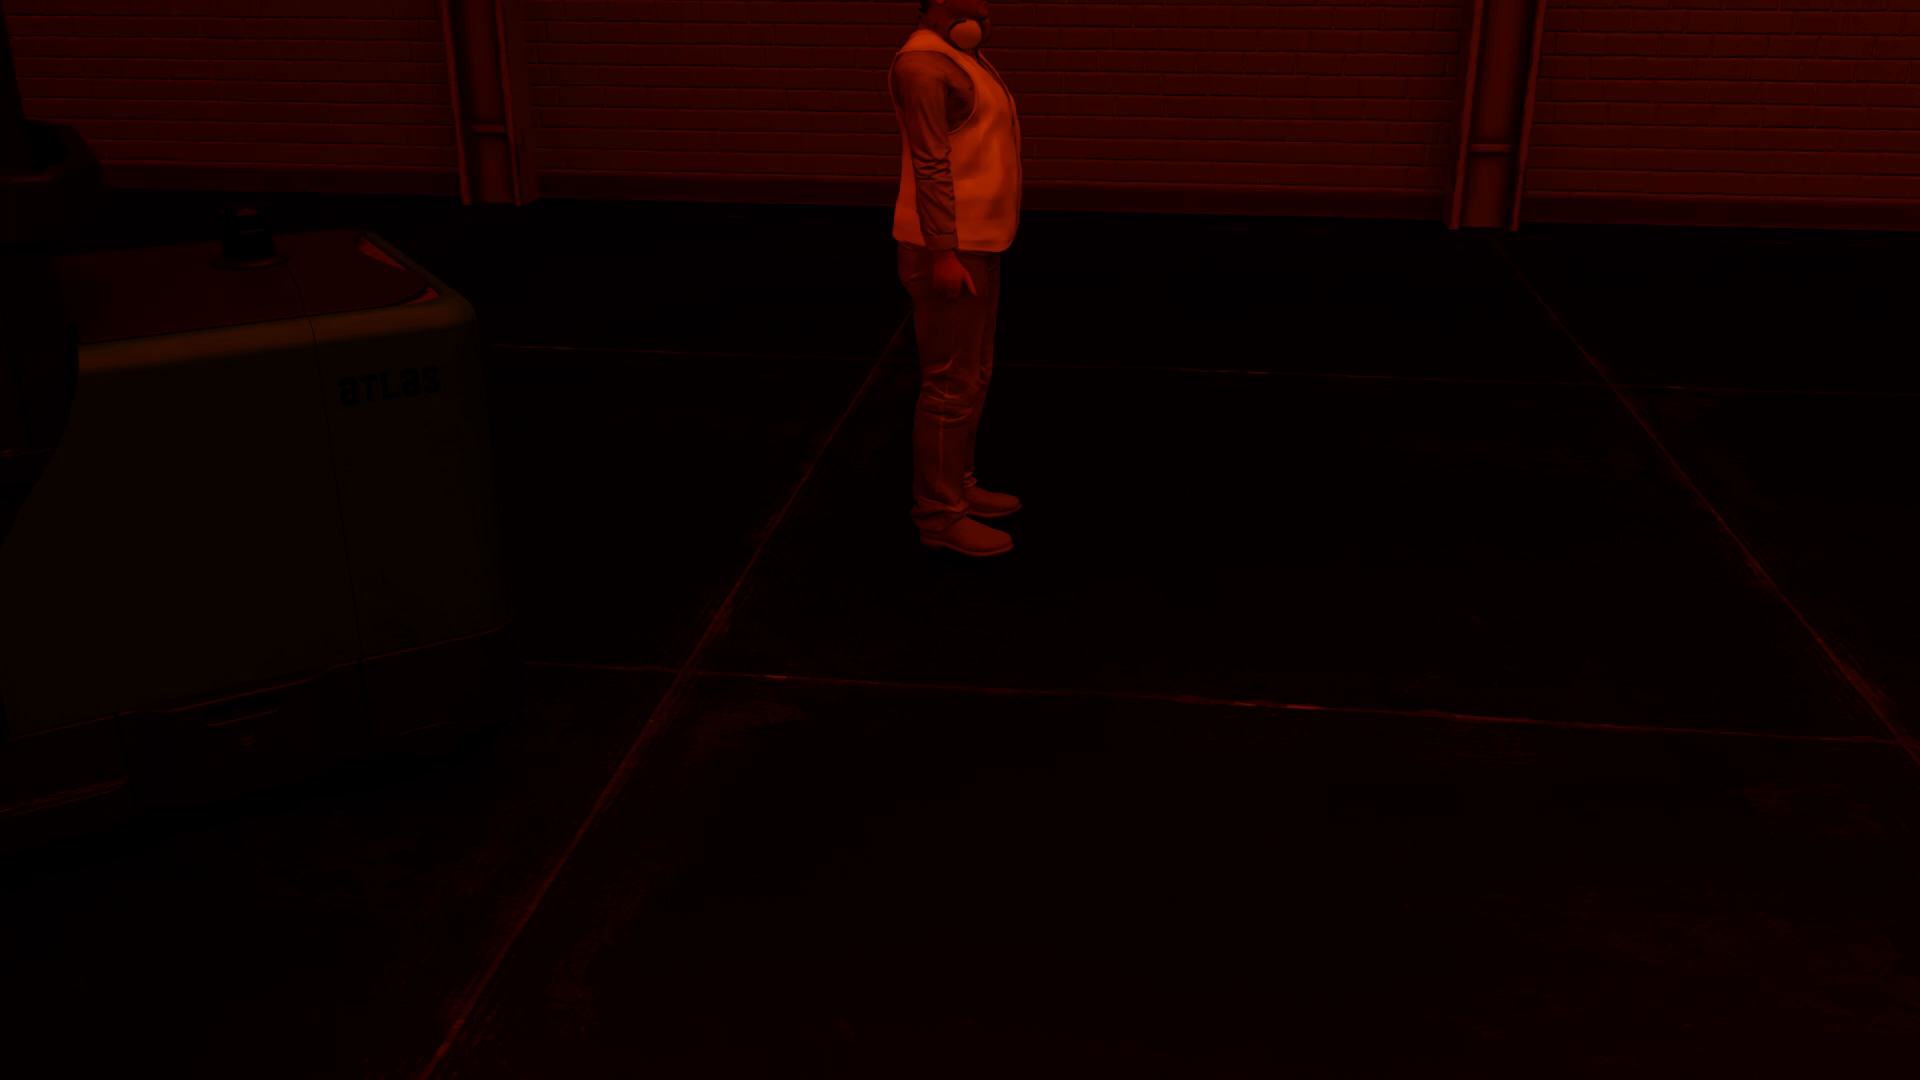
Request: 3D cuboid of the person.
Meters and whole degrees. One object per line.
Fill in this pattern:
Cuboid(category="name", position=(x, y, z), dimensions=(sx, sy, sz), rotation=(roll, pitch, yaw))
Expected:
Cuboid(category="person", position=(0.001, -0.862, 4.840), dimensions=(0.373, 1.775, 0.525), rotation=(3, 22, 7))

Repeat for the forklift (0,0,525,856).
Cuboid(category="forklift", position=(-2.572, -0.752, 3.121), dimensions=(3.031, 2.935, 1.130), rotation=(-13, 25, -29))
